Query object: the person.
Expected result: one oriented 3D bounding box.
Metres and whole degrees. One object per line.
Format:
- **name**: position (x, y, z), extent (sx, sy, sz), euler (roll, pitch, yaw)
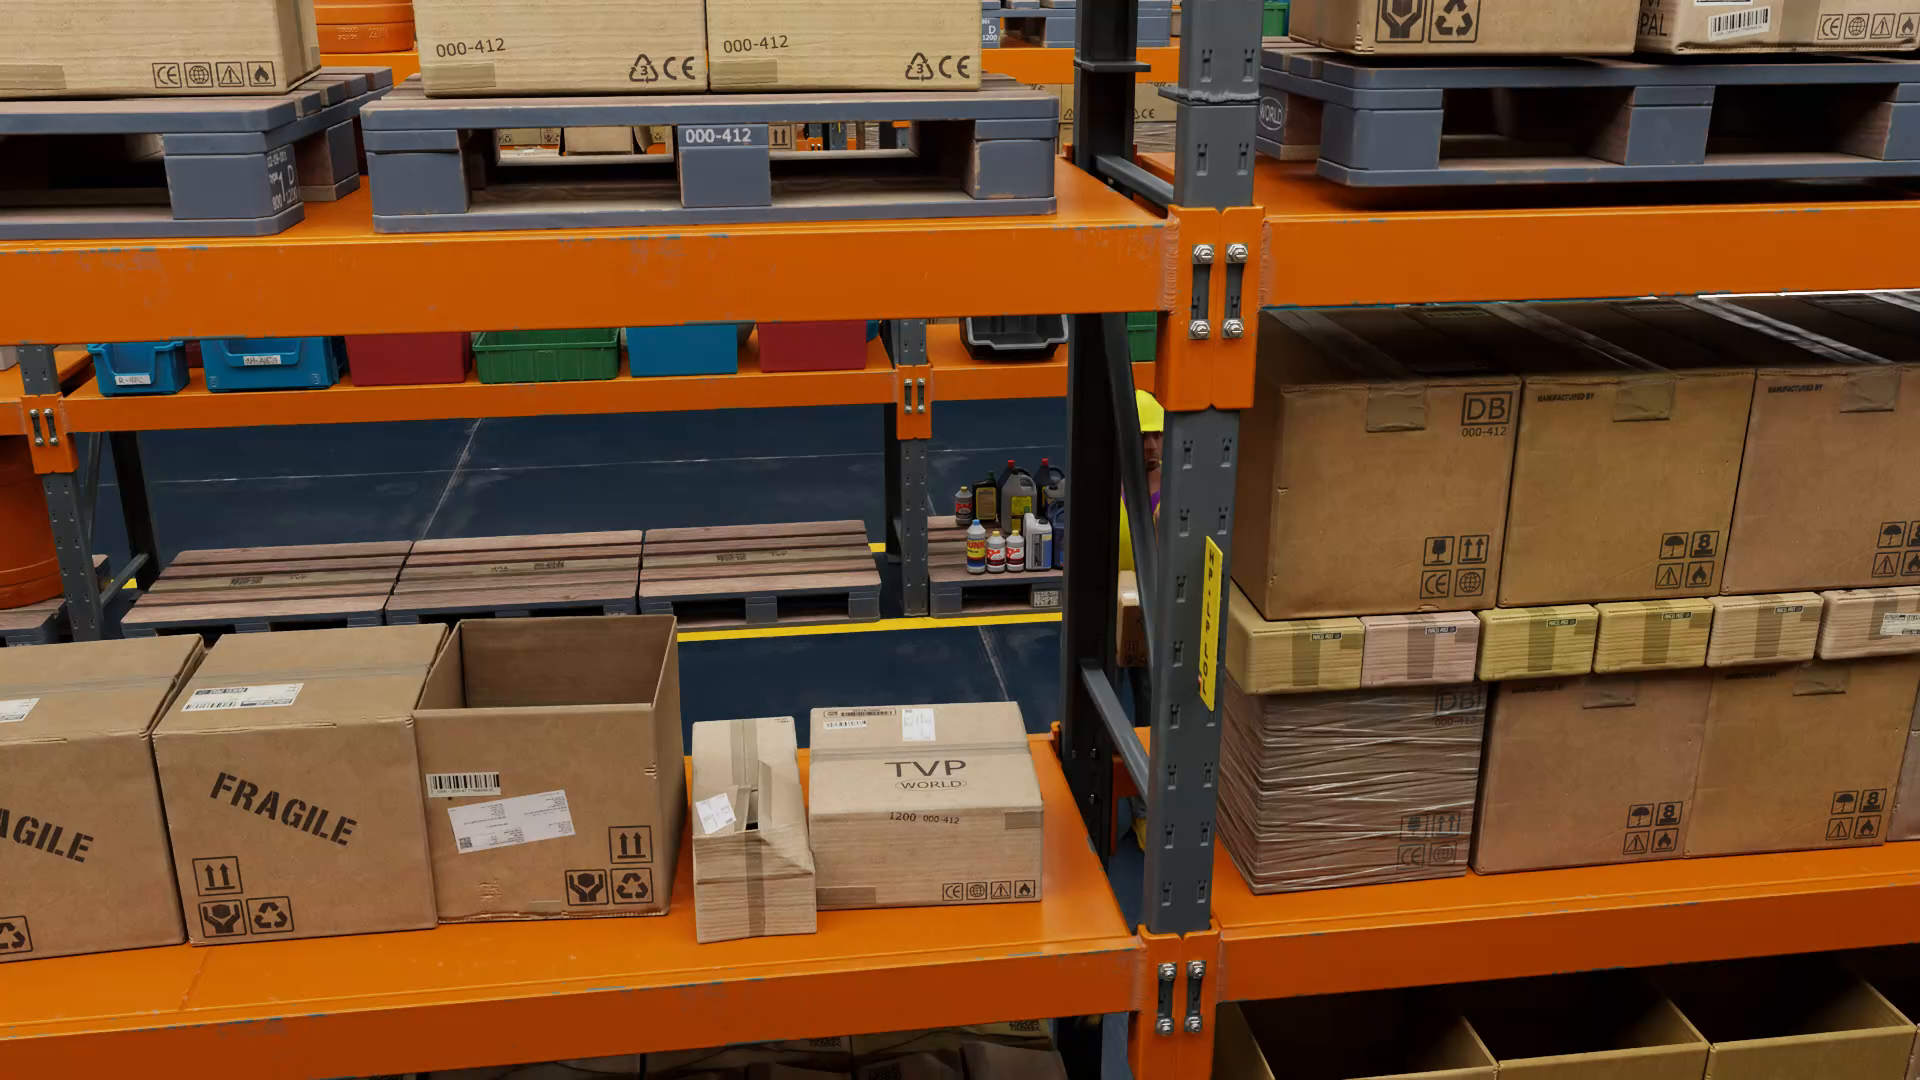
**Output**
- **person**: position (0.651, 0.342, 6.093), extent (0.505, 1.763, 0.559), euler (-3, 20, -8)
